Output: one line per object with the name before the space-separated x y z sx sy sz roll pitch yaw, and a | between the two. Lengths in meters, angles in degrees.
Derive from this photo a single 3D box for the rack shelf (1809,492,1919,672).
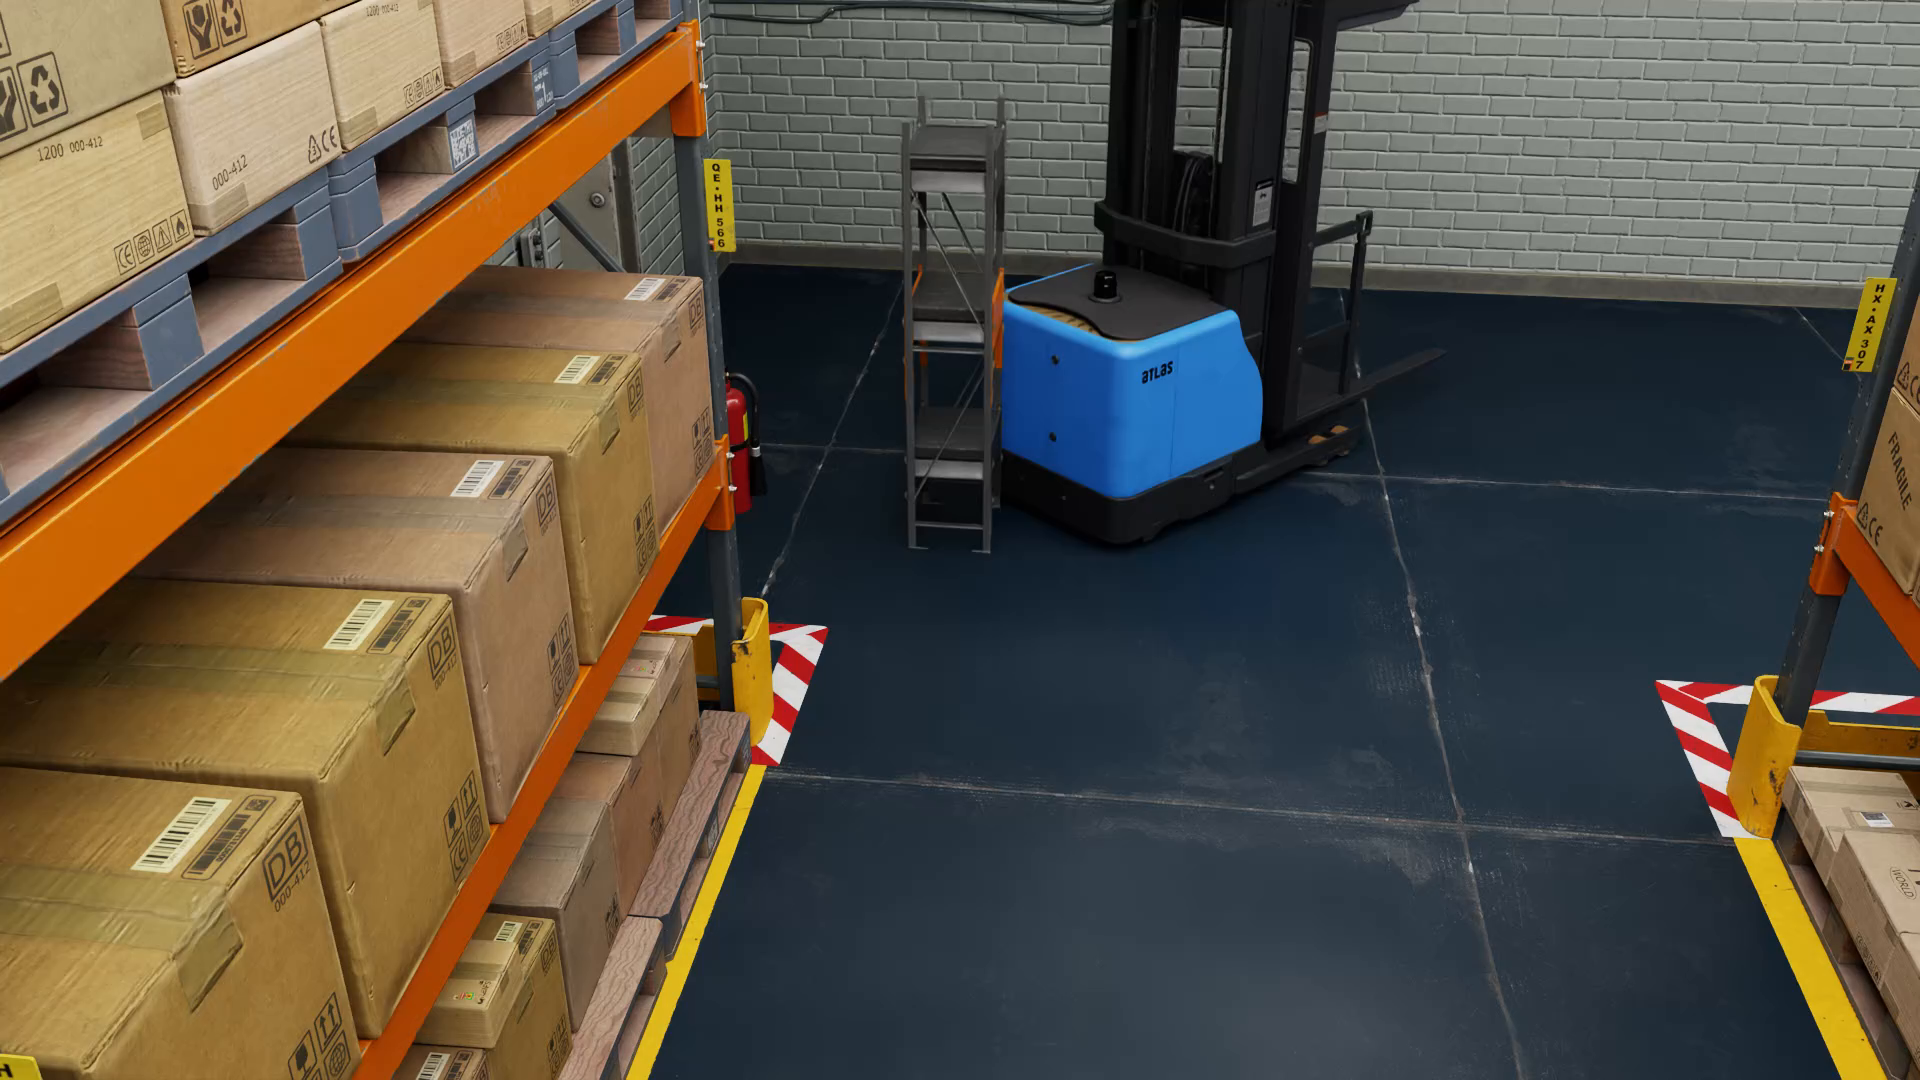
rack shelf | 3.299 0.962 4.060 1.077 0.370 4.000 3 28 6

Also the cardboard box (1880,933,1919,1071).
cardboard box | 3.074 1.431 4.867 0.500 0.250 0.500 3 28 6

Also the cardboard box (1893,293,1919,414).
cardboard box | 3.228 -0.587 5.017 0.500 0.500 0.500 4 29 8

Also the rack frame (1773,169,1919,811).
rack frame | 3.544 -0.296 5.637 1.000 3.000 0.127 3 28 6

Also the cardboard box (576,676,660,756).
cardboard box | -1.224 0.574 5.530 0.380 0.149 0.250 4 29 8

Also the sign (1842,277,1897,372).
sign | 3.006 -0.709 5.490 0.100 0.325 0.005 3 28 6

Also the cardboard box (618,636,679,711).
cardboard box | -1.194 0.454 5.753 0.380 0.149 0.250 3 28 6

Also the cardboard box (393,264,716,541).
cardboard box | -1.425 -0.474 5.650 0.980 0.700 0.700 5 29 9

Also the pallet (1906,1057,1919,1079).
pallet | 3.286 1.915 4.473 1.003 0.211 1.213 3 28 6

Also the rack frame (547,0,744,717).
rack frame | -1.372 -0.582 6.168 1.000 3.000 0.127 3 28 6

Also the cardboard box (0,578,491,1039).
cardboard box | -1.685 0.571 3.712 0.980 0.700 0.700 3 28 5

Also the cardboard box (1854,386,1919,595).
cardboard box | 3.228 -0.147 5.254 0.500 0.500 0.500 4 29 7

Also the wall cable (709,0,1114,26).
wall cable | -0.325 -4.498 10.385 3.097 2.526 0.112 3 28 6

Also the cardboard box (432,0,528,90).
cardboard box | -1.320 -1.215 3.790 0.500 0.250 0.500 3 28 5

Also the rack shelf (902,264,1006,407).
rack shelf | -0.024 -0.971 7.867 0.431 0.518 0.480 3 28 6

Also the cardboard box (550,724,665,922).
cardboard box | -1.420 0.904 5.602 0.700 0.500 0.500 3 28 6

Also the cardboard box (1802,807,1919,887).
cardboard box | 3.121 1.052 5.658 0.380 0.166 0.250 3 28 6

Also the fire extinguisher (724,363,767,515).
fire extinguisher | -0.896 -0.428 6.357 0.296 0.674 0.183 3 28 6

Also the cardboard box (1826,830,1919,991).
cardboard box | 3.135 1.195 5.304 0.500 0.250 0.500 3 28 6

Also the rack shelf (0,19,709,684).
rack shelf | -1.618 -0.645 3.880 1.077 0.370 4.000 3 28 6

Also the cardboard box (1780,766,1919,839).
cardboard box | 3.152 0.942 5.880 0.380 0.149 0.250 3 28 6

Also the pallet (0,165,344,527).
pallet | -1.752 -0.365 2.697 1.003 0.211 1.213 3 28 6

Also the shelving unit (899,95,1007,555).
shelving unit | -0.024 -0.983 7.861 0.431 2.100 0.503 3 28 6

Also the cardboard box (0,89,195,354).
cardboard box | -1.516 -0.493 2.450 0.500 0.250 0.500 3 28 6

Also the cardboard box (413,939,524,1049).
cardboard box | -1.382 1.188 4.391 0.380 0.149 0.250 3 28 5

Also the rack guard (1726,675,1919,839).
rack guard | 3.535 0.840 6.164 1.175 0.500 0.348 3 28 6

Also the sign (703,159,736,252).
sign | -0.836 -1.158 5.767 0.100 0.325 0.005 3 28 6

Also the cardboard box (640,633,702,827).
cardboard box | -1.359 0.669 6.039 0.700 0.500 0.500 3 28 6

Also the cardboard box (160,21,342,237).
cardboard box | -1.440 -0.732 2.893 0.500 0.250 0.500 3 28 5

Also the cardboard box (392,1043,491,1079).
cardboard box | -1.604 1.634 4.248 0.700 0.500 0.500 3 28 6

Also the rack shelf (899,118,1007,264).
rack shelf | -0.024 -1.587 7.535 0.431 0.518 0.480 3 28 6

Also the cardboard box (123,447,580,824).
cardboard box | -1.606 0.228 4.348 0.980 0.700 0.700 2 28 4

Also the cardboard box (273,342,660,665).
cardboard box | -1.503 -0.131 5.014 0.980 0.700 0.700 3 28 6

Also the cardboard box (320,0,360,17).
cardboard box | -1.385 -1.307 3.171 0.500 0.500 0.500 4 29 7

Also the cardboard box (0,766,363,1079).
cardboard box | -1.780 0.914 3.074 0.980 0.700 0.700 4 29 7

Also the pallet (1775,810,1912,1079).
pallet | 3.438 1.343 5.536 1.003 0.211 1.213 3 28 6

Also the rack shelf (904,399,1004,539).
rack shelf | -0.024 -0.355 8.199 0.431 0.518 0.480 3 28 6

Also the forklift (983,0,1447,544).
forklift | 1.537 -1.852 8.598 3.031 2.935 1.130 -23 36 -36

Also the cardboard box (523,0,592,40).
cardboard box | -1.261 -1.461 4.246 0.500 0.250 0.500 2 28 4

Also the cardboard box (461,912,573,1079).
cardboard box | -1.539 1.392 4.696 0.700 0.500 0.500 4 29 7

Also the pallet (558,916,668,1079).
pallet | -1.545 1.599 5.060 1.003 0.211 1.213 3 28 6

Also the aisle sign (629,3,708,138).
aisle sign | -1.066 -1.743 5.582 0.394 0.787 0.004 3 28 6

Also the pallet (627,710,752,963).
pallet | -1.393 1.026 6.123 1.003 0.211 1.213 3 28 6

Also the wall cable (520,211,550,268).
wall cable | -2.154 -1.687 7.148 0.084 1.984 1.851 3 28 6

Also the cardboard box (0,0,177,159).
cardboard box | -1.497 -0.832 2.289 0.500 0.500 0.500 3 28 6

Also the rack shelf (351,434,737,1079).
rack shelf | -1.618 0.676 4.591 1.077 0.370 4.000 3 28 6

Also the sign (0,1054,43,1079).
sign | -1.323 0.853 2.368 0.100 0.325 0.005 3 28 6

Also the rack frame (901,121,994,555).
rack frame | -0.053 -0.868 7.647 0.400 2.100 0.015 3 28 6

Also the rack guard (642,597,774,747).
rack guard | -1.370 0.507 6.782 1.175 0.500 0.348 3 28 6

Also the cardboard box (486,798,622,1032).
cardboard box | -1.481 1.141 5.162 0.700 0.500 0.500 2 28 5

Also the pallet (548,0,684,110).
pallet | -1.453 -1.514 4.829 1.003 0.211 1.213 3 28 6

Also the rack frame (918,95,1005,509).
rack frame | 0.005 -1.098 8.074 0.400 2.100 0.015 3 28 6

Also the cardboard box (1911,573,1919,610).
cardboard box | 3.170 0.096 4.803 0.500 0.500 0.500 3 28 6

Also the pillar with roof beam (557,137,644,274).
pillar with roof beam | 2.372 -4.294 6.733 9.100 9.000 0.400 3 28 6

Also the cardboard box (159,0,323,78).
cardboard box | -1.440 -1.075 2.739 0.500 0.500 0.500 3 28 5

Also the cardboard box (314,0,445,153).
cardboard box | -1.384 -0.974 3.342 0.500 0.250 0.500 3 28 5

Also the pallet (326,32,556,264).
pallet | -1.600 -0.938 3.760 1.003 0.211 1.213 3 28 6
